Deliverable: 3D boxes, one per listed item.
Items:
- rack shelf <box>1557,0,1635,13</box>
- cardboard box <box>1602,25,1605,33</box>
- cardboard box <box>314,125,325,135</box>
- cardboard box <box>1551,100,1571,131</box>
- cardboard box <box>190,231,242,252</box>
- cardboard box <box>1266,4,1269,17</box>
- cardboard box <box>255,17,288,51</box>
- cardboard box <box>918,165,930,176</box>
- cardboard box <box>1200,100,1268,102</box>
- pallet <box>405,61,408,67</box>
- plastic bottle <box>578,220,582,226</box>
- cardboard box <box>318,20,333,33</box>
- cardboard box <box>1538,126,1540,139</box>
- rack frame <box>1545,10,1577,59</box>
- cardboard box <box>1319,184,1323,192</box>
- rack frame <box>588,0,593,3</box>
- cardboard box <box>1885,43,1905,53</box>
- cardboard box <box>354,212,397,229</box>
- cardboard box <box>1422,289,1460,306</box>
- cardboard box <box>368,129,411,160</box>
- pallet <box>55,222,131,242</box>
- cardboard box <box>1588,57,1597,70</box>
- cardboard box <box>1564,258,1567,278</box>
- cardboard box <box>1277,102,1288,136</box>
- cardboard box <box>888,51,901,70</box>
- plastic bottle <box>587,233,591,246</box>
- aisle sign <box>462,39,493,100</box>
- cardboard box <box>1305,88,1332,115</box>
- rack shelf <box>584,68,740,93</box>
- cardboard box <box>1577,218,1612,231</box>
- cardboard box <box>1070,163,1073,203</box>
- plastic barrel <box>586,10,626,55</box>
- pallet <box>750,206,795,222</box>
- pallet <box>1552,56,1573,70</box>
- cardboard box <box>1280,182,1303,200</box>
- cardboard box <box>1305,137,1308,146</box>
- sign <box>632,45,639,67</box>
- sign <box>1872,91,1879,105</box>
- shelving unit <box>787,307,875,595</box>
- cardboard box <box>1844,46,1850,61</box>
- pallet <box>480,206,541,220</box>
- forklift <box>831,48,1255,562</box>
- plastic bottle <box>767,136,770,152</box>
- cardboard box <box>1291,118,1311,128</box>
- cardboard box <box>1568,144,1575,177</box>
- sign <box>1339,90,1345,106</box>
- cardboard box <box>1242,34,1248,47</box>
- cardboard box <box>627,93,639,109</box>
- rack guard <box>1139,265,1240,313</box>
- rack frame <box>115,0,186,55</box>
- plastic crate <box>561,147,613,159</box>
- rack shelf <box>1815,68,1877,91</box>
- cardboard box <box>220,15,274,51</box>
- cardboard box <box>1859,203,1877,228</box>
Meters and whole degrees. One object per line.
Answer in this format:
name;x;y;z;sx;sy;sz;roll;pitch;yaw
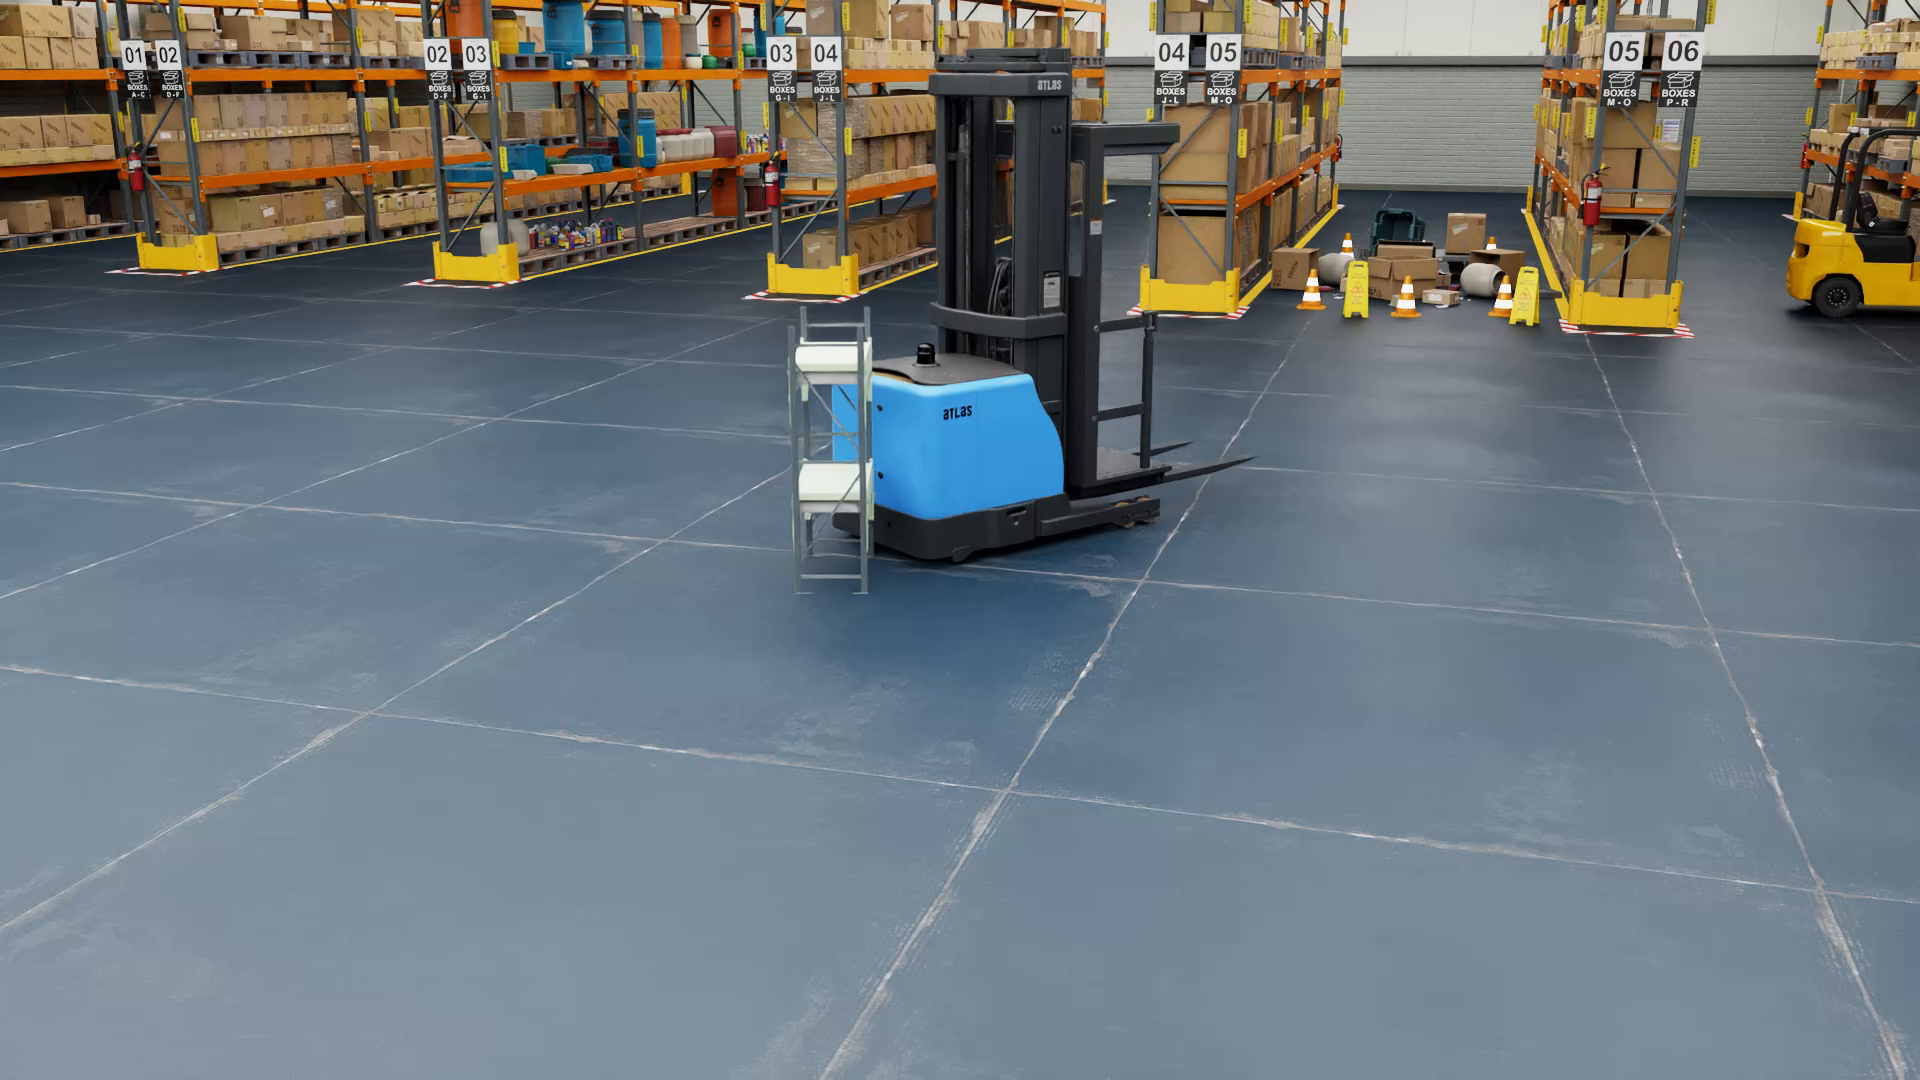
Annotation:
rack shelf;10.404;-8.862;27.135;1.077;0.370;4.000;5;16;16
cardboard box;7.540;-5.848;18.953;0.380;0.149;0.250;4;16;15
cardboard box;-10.389;-6.553;26.564;0.380;0.149;0.250;5;16;16
cardboard box;10.168;-7.072;27.751;0.500;0.500;0.500;4;16;15
cardboard box;-11.071;-4.438;24.750;0.500;0.250;0.500;5;16;16
cardboard box;3.766;-6.808;21.383;0.380;0.149;0.250;4;16;15
cardboard box;-10.888;-7.824;25.703;0.797;0.503;0.637;7;17;22
cardboard box;-0.662;-5.449;24.503;0.380;0.149;0.250;5;16;16
cardboard box;3.786;-5.800;23.028;0.875;0.550;0.550;5;16;16
pallet;-12.534;-10.572;36.772;1.003;0.211;1.213;5;16;16
plastic bottle;-6.062;-4.947;26.468;0.097;0.271;0.097;0;16;0
cardboard box;-13.295;-10.657;34.543;0.500;0.250;0.500;4;16;14
cardboard box;11.580;-7.895;32.483;0.500;0.500;0.500;4;16;15
rack frame;12.109;-10.971;32.516;1.000;3.000;0.127;5;16;16
cardboard box;6.857;-6.854;32.361;0.380;0.149;0.250;5;17;17
rack frame;-8.026;-11.462;34.248;1.000;3.000;0.127;5;16;16
cardboard box;14.854;-7.775;26.254;0.380;0.149;0.250;5;17;17
cardboard box;-9.947;-5.448;28.310;0.500;0.250;0.500;4;16;15
cardboard box;5.998;-3.026;20.726;0.250;0.149;0.380;-15;21;-41
cardboard box;-9.916;-6.868;28.864;0.500;0.500;0.500;6;17;20
pallet;-15.207;-5.346;28.790;1.003;0.211;1.213;5;16;16
cardboard box;7.789;-5.741;20.036;0.380;0.149;0.250;4;16;15
cardboard box;8.131;-3.550;21.618;0.500;0.250;0.500;6;17;19
cardboard box;4.781;-6.629;26.188;0.700;0.500;0.500;4;16;15
cardboard box;-1.126;-6.545;22.686;0.500;0.250;0.500;5;17;18
plastic bottle;-5.662;-4.562;25.239;0.097;0.201;0.097;0;16;0
aisle sign;-6.428;-6.260;22.139;0.394;0.787;0.004;5;16;16
cardboard box;6.865;-8.433;32.003;0.500;0.500;0.500;5;17;17
rack shelf;-4.983;-7.718;27.863;1.077;0.370;4.000;5;16;16
cardboard box;7.580;-3.782;19.871;0.380;0.149;0.250;5;17;17
cardboard box;1.735;-7.153;33.174;0.875;0.875;0.875;5;16;16
plastic barrel;-5.615;-7.932;26.380;0.600;0.901;0.708;5;16;16
pallet;-3.882;-6.330;32.260;1.003;0.211;1.213;5;16;16
pallet;9.968;-7.516;26.181;1.213;0.211;1.003;5;17;18
cardboard box;5.489;-5.871;27.967;0.500;0.250;0.500;4;16;13
cardboard box;5.907;-7.016;29.259;0.380;0.149;0.250;5;17;18
sign;-5.027;-7.499;25.759;0.100;0.325;0.005;5;16;16
sign;17.395;-8.361;31.610;0.100;0.325;0.005;5;16;16
shelving unit;-0.716;-0.517;9.404;0.431;1.500;0.755;0;16;0
cardboard box;15.924;-8.584;29.327;0.500;0.250;0.500;5;17;17
pallet;-8.914;-6.380;32.436;1.003;0.211;1.213;5;16;16
forklift;0.666;-1.585;10.547;3.031;2.935;1.130;-12;20;-37
plastic bottle;-3.610;-7.475;31.399;0.061;0.283;0.133;5;16;16
cardboard box;6.045;-7.436;29.649;0.380;0.149;0.250;5;16;16
cardboard box;8.306;-5.043;21.882;0.500;0.500;0.500;5;16;16
sign;7.861;-9.103;34.224;0.100;0.325;0.005;5;16;16
cardboard box;3.192;-5.893;19.619;0.380;0.149;0.250;5;17;16
cardboard box;-7.330;-9.476;36.224;0.500;0.500;0.500;4;16;14
rack guard;2.781;-3.047;20.156;1.175;0.500;0.348;5;16;16
rack frame;-11.436;-8.322;23.179;1.000;3.000;0.127;5;16;16
plastic crate;-5.822;-5.941;25.890;0.767;0.338;0.504;5;16;16
rack shelf;16.301;-8.274;29.825;1.077;0.370;4.000;5;16;16
cardboard box;-10.702;-7.610;24.956;0.500;0.500;0.500;5;16;16
cardboard box;15.091;-5.274;27.238;0.500;0.500;0.500;4;16;14
